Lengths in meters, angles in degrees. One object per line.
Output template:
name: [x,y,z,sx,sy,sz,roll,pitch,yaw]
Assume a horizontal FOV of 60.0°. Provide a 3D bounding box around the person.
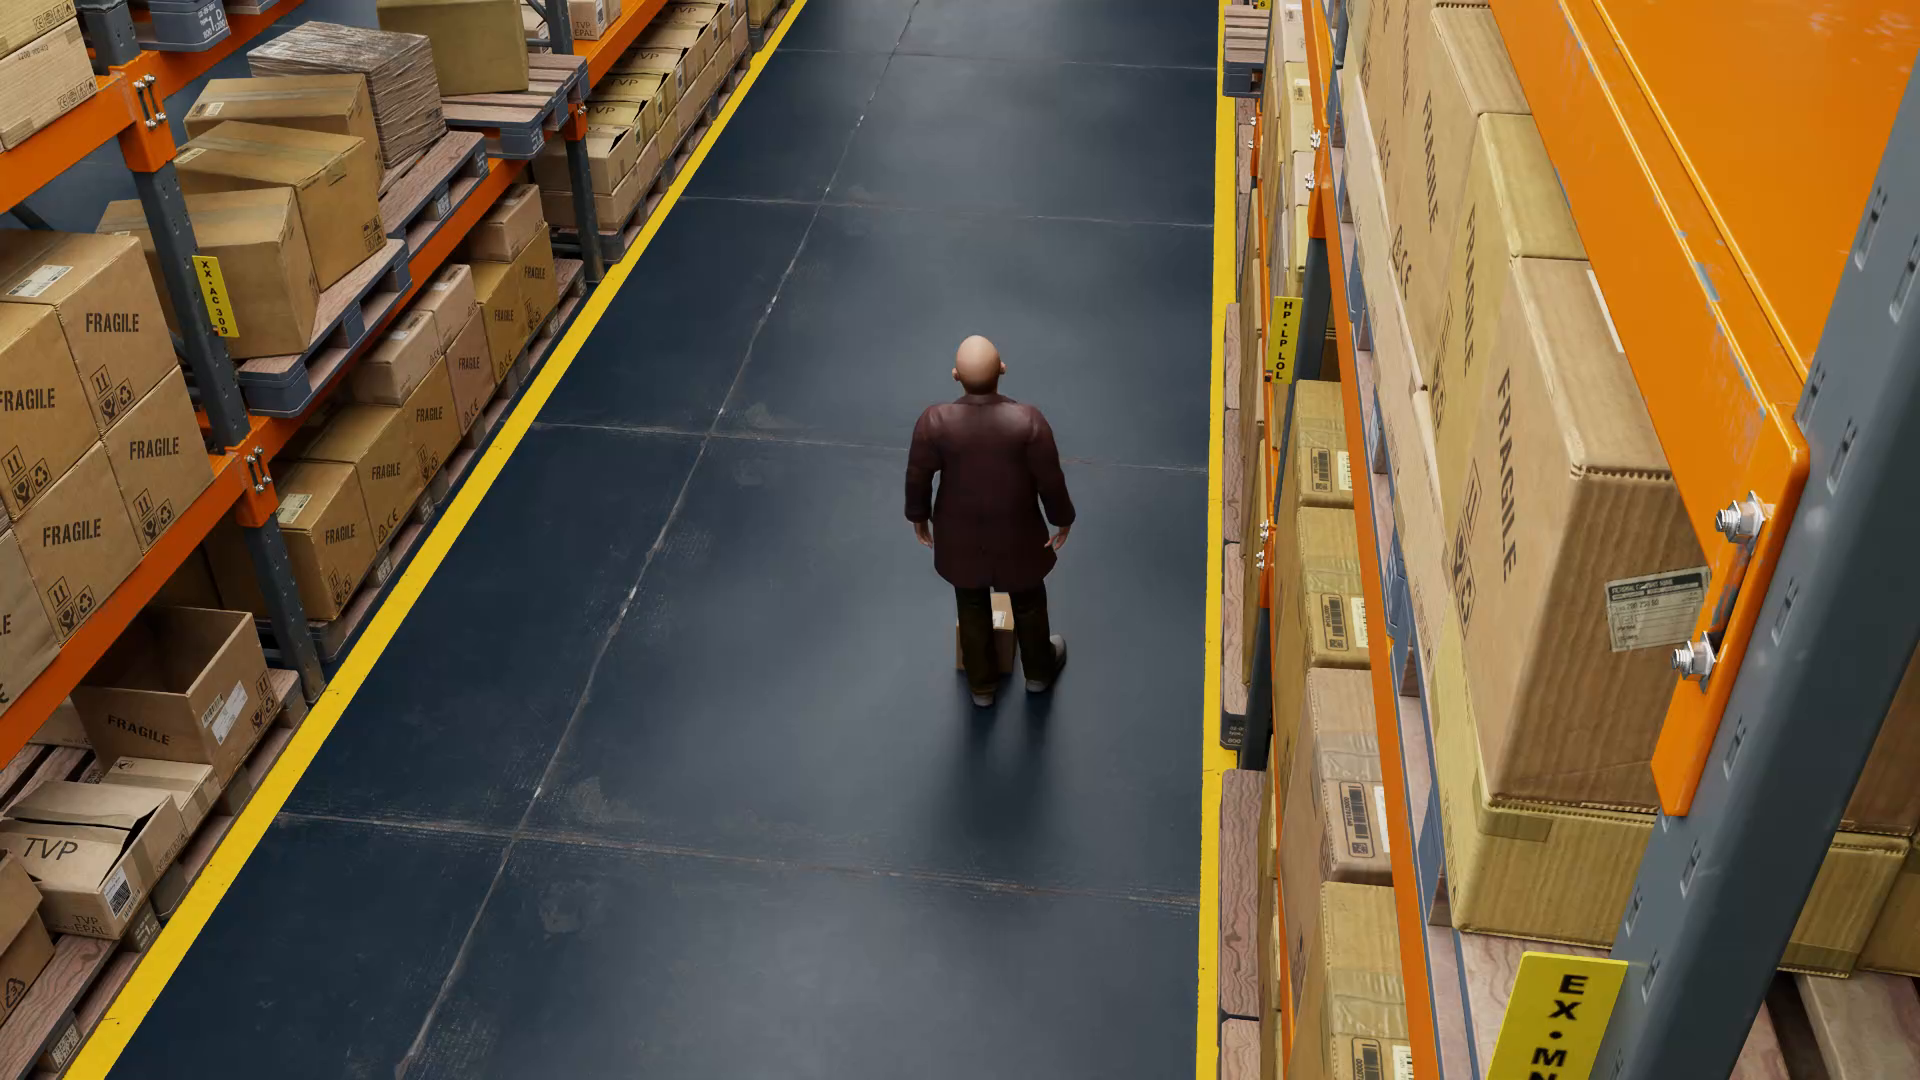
person: [0.128,-0.108,6.795,0.698,1.779,0.579,5,36,6]
